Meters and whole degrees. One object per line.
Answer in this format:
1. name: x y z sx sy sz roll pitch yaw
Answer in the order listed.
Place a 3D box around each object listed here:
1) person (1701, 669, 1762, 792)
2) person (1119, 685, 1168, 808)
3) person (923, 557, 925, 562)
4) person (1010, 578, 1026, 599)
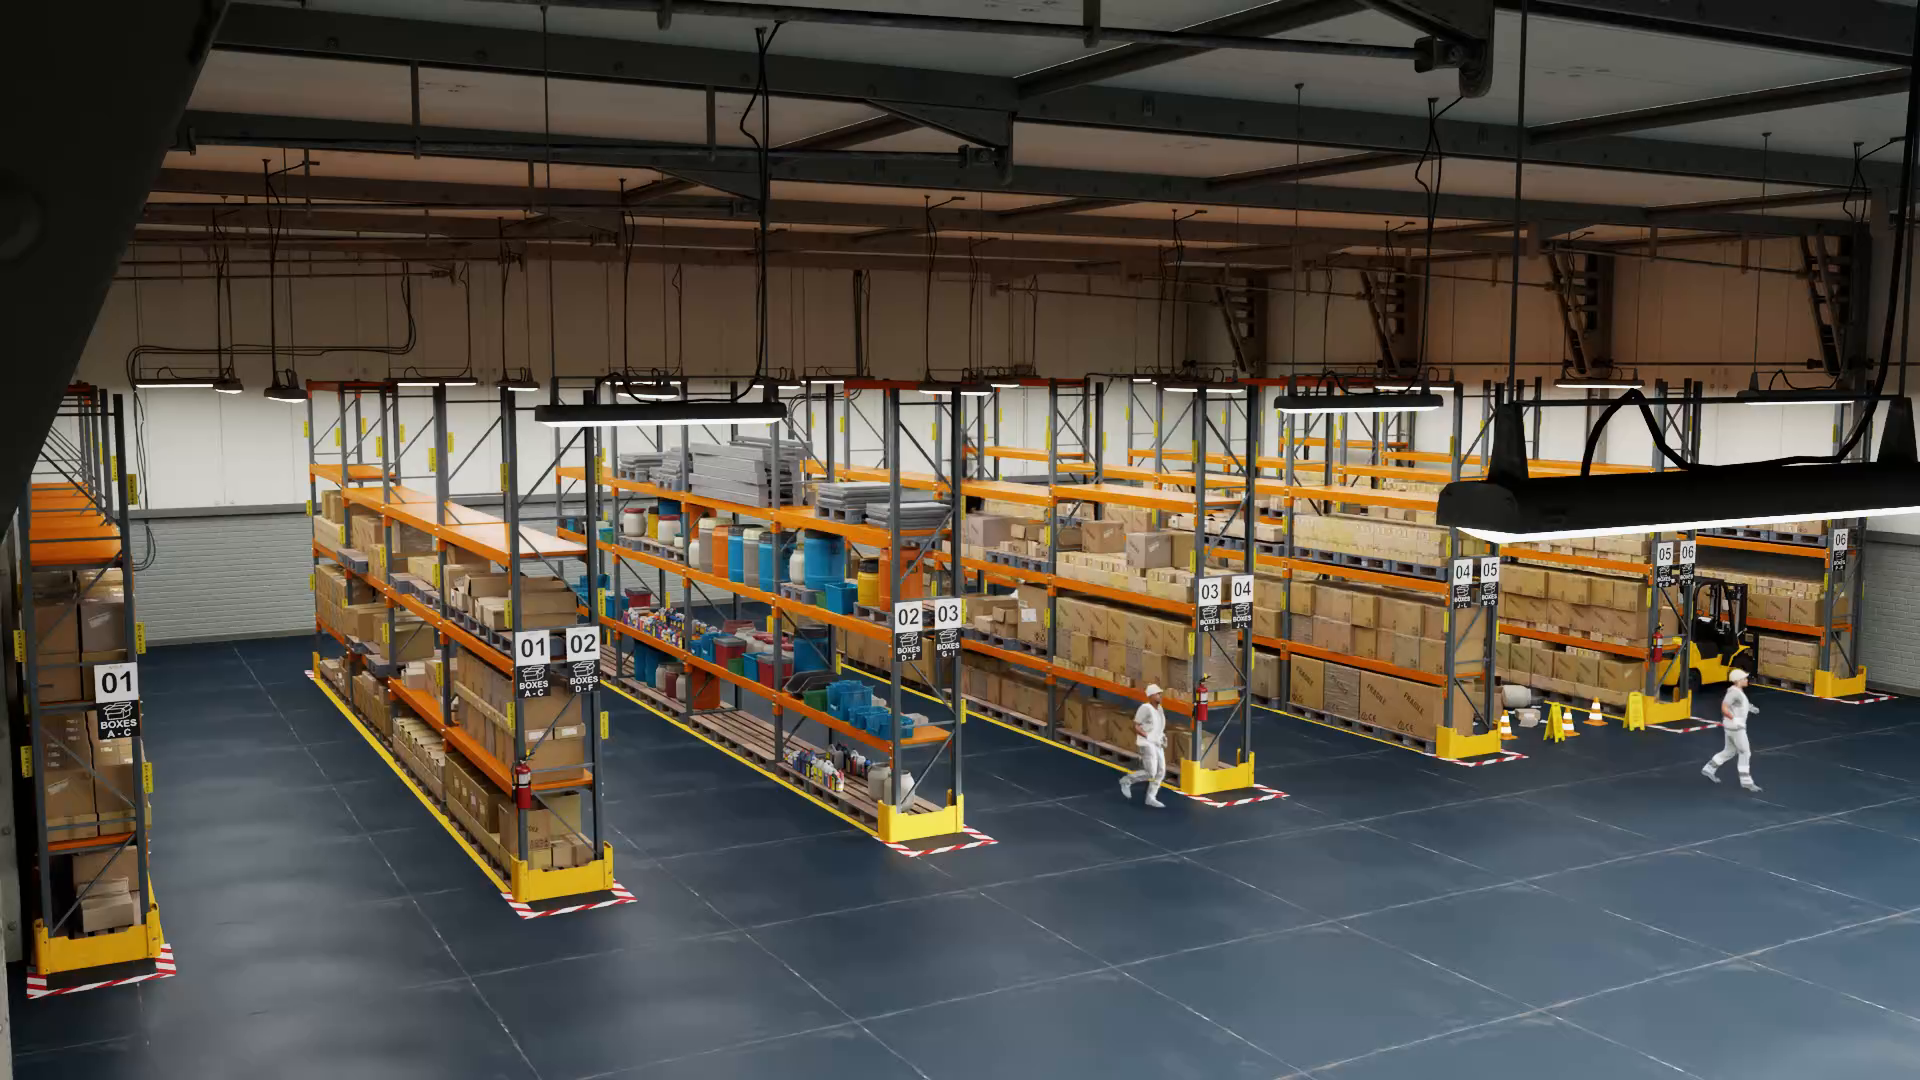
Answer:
1. person: 11.511 2.812 24.725 0.841 1.810 0.659 2 6 18
2. person: 2.681 2.935 23.933 0.679 1.742 0.705 4 7 33
3. person: -1.040 1.150 40.931 0.733 1.695 0.647 2 6 17
4. person: 1.387 1.677 35.740 0.673 1.780 0.694 -3 7 -23
